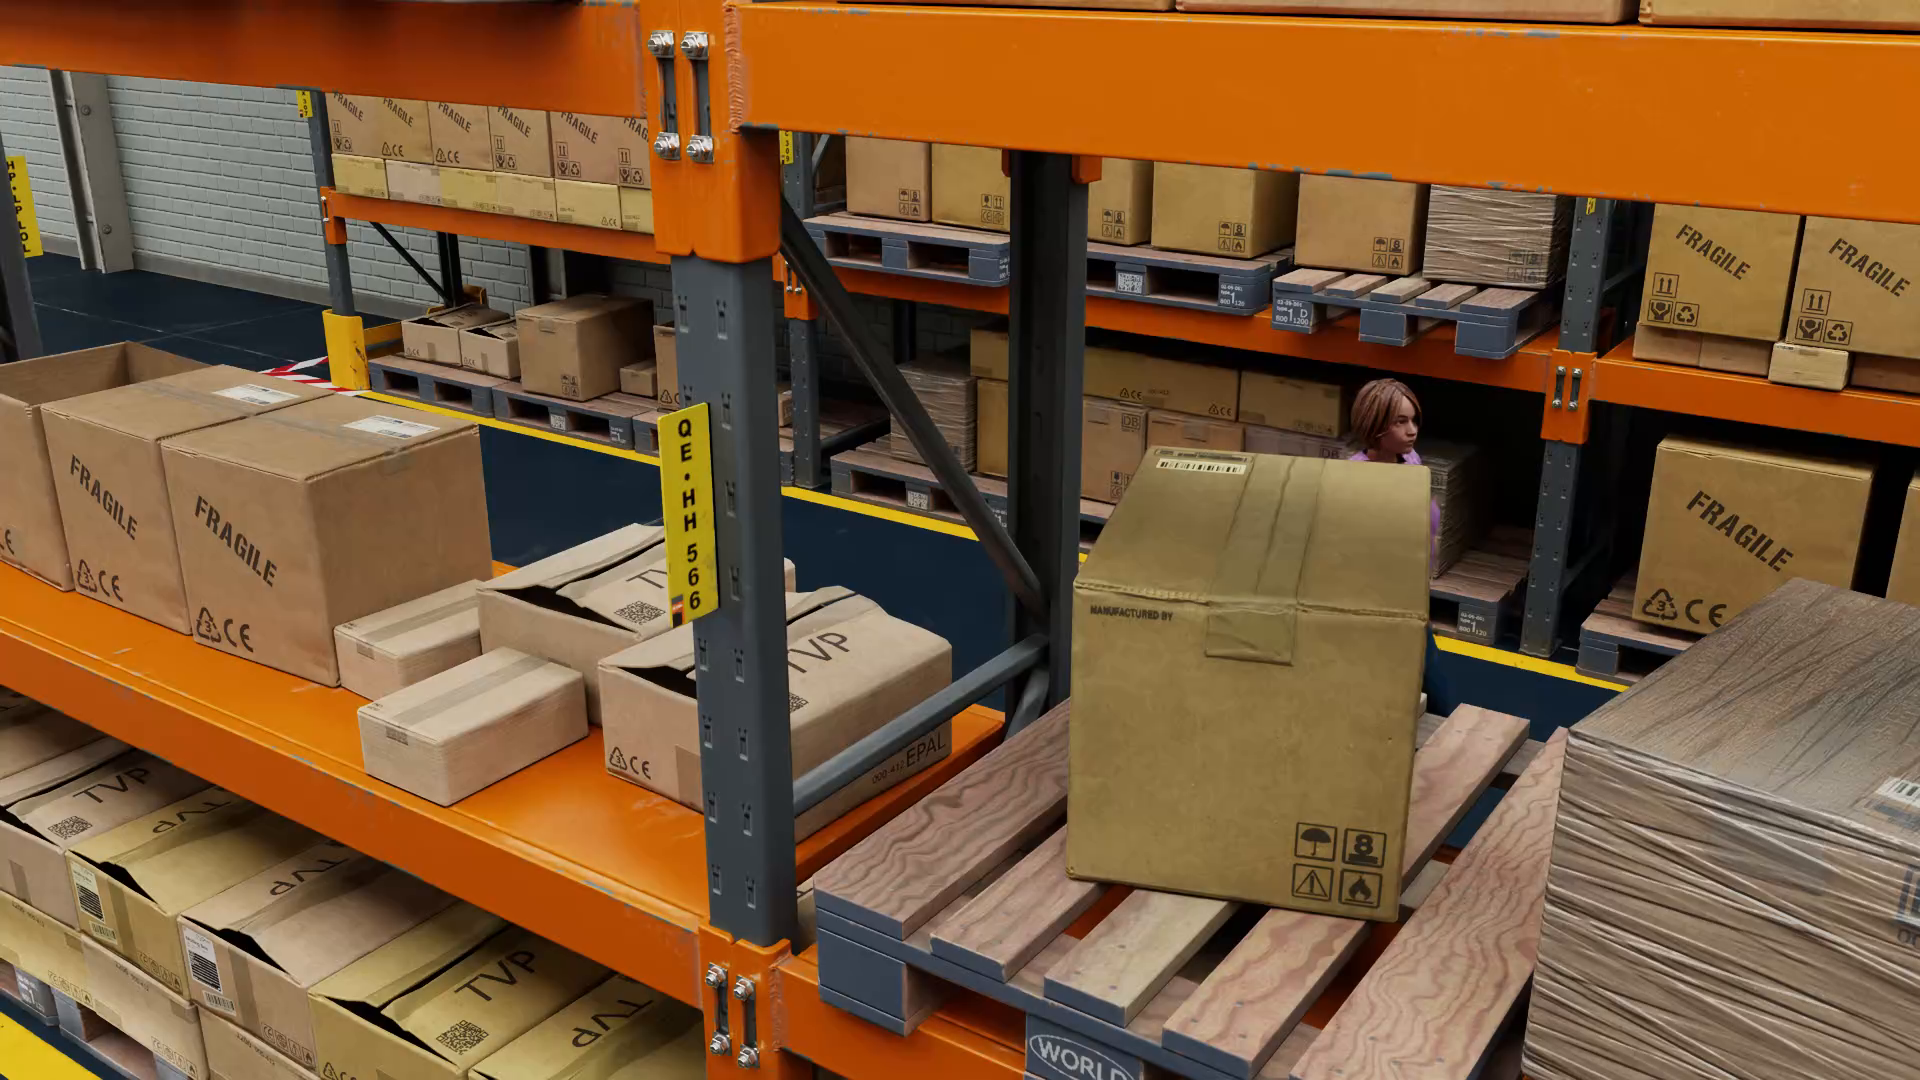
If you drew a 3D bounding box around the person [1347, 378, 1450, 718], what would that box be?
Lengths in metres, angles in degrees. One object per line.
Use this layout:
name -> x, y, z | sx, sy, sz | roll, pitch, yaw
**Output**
person -> 1.312, 0.261, 5.292 | 0.435, 1.594, 0.442 | -17, 26, -38
